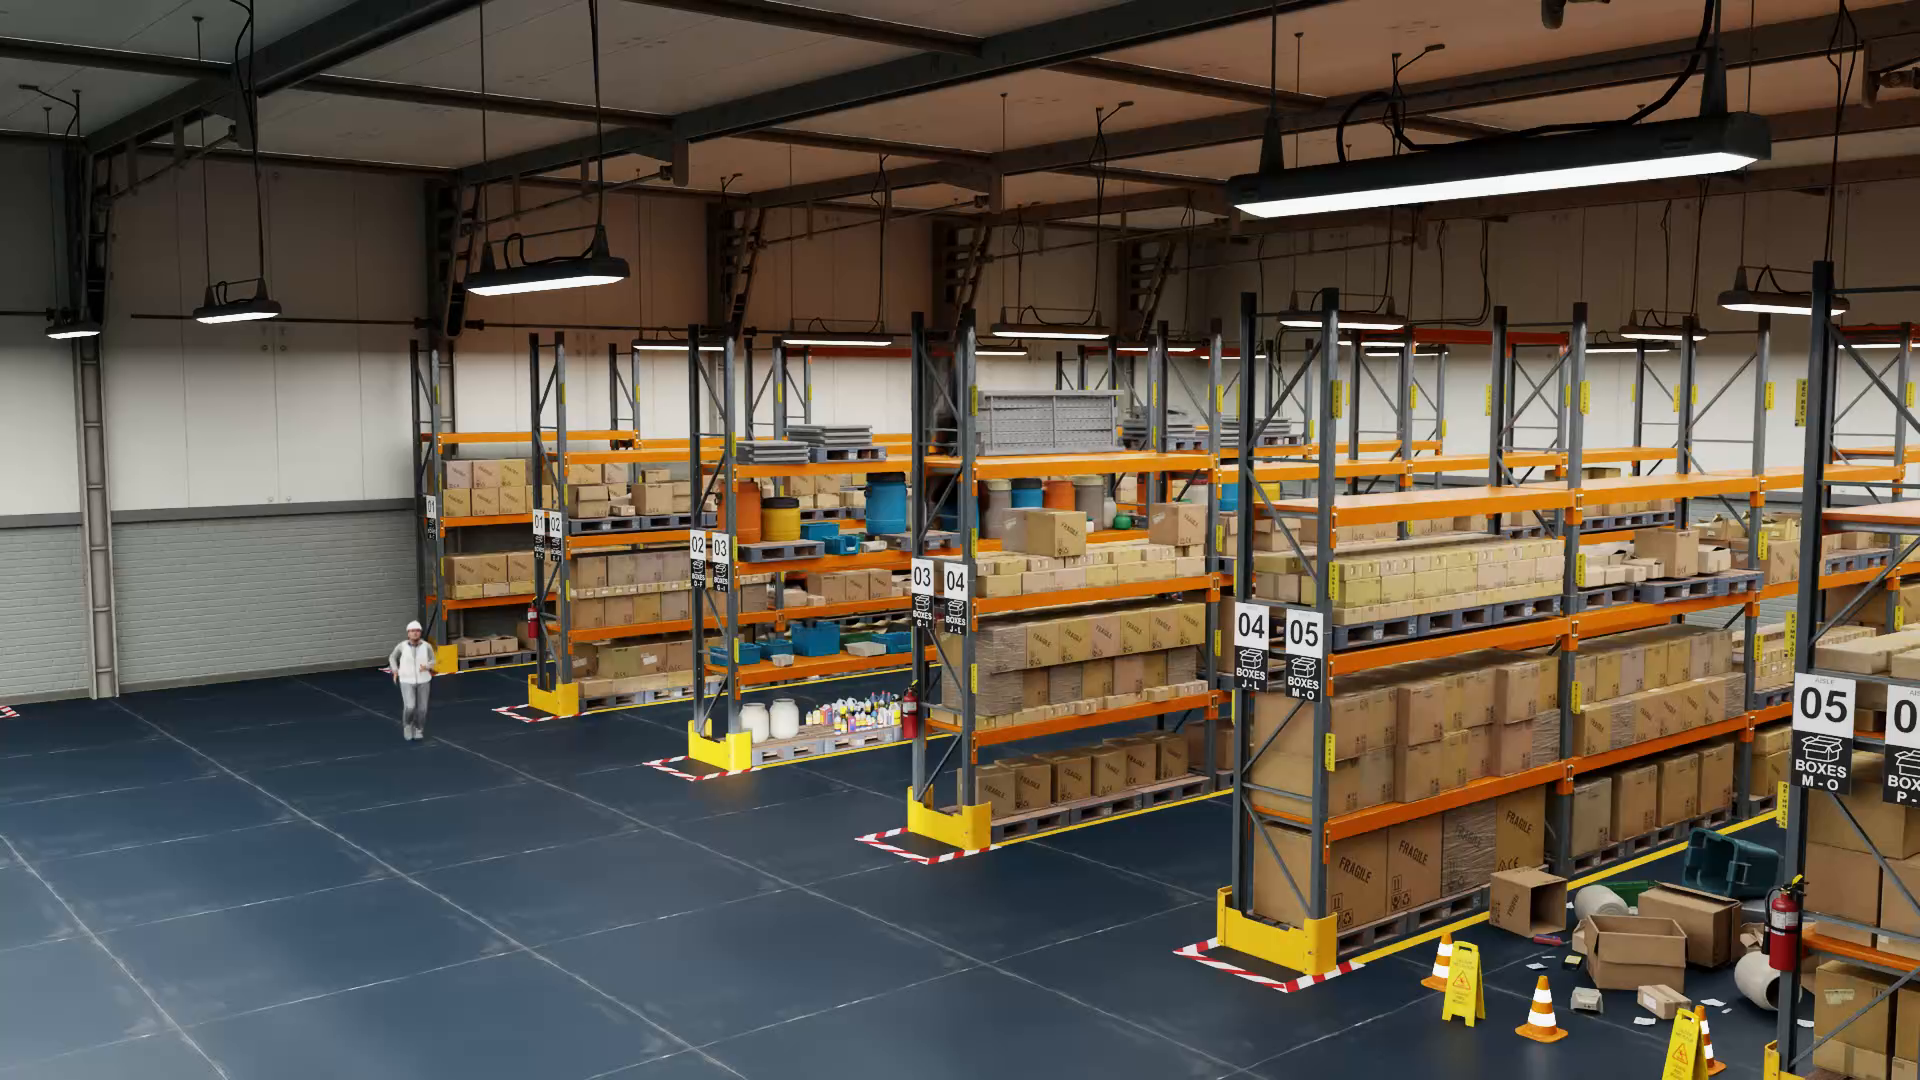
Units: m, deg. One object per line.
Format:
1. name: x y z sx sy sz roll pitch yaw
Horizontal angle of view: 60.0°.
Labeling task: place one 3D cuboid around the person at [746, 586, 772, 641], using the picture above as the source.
1. person: -3.815 1.425 30.647 0.688 1.788 0.912 5 7 41

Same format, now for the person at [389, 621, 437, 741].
1. person: -7.912 2.053 24.125 0.640 1.742 0.656 -3 6 -25
